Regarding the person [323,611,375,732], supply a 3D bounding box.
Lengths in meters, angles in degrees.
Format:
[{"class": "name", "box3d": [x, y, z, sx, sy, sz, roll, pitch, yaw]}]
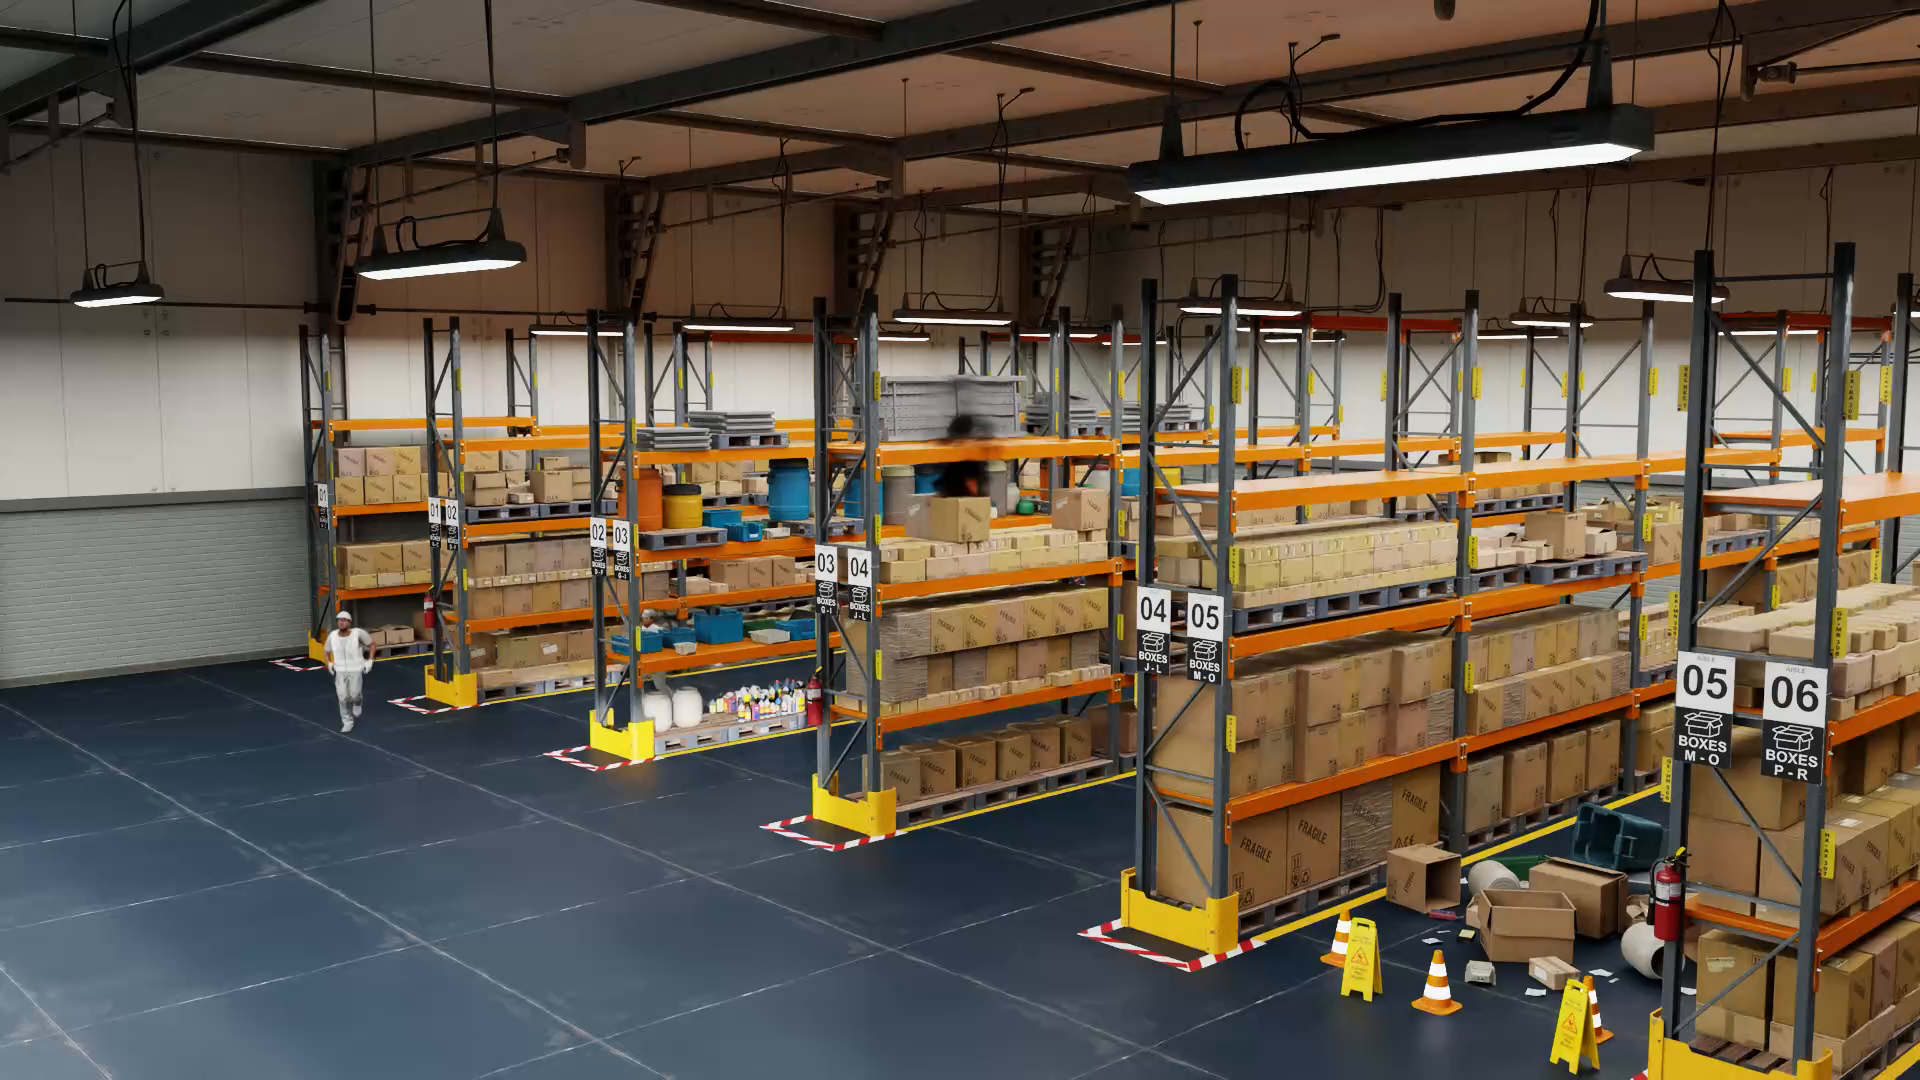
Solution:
[{"class": "person", "box3d": [-8.817, 1.887, 24.001, 0.706, 1.744, 0.666, -1, 6, -7]}]

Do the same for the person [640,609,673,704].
[{"class": "person", "box3d": [-4.556, 1.864, 24.596, 0.571, 1.722, 0.822, 5, 7, 39]}]
